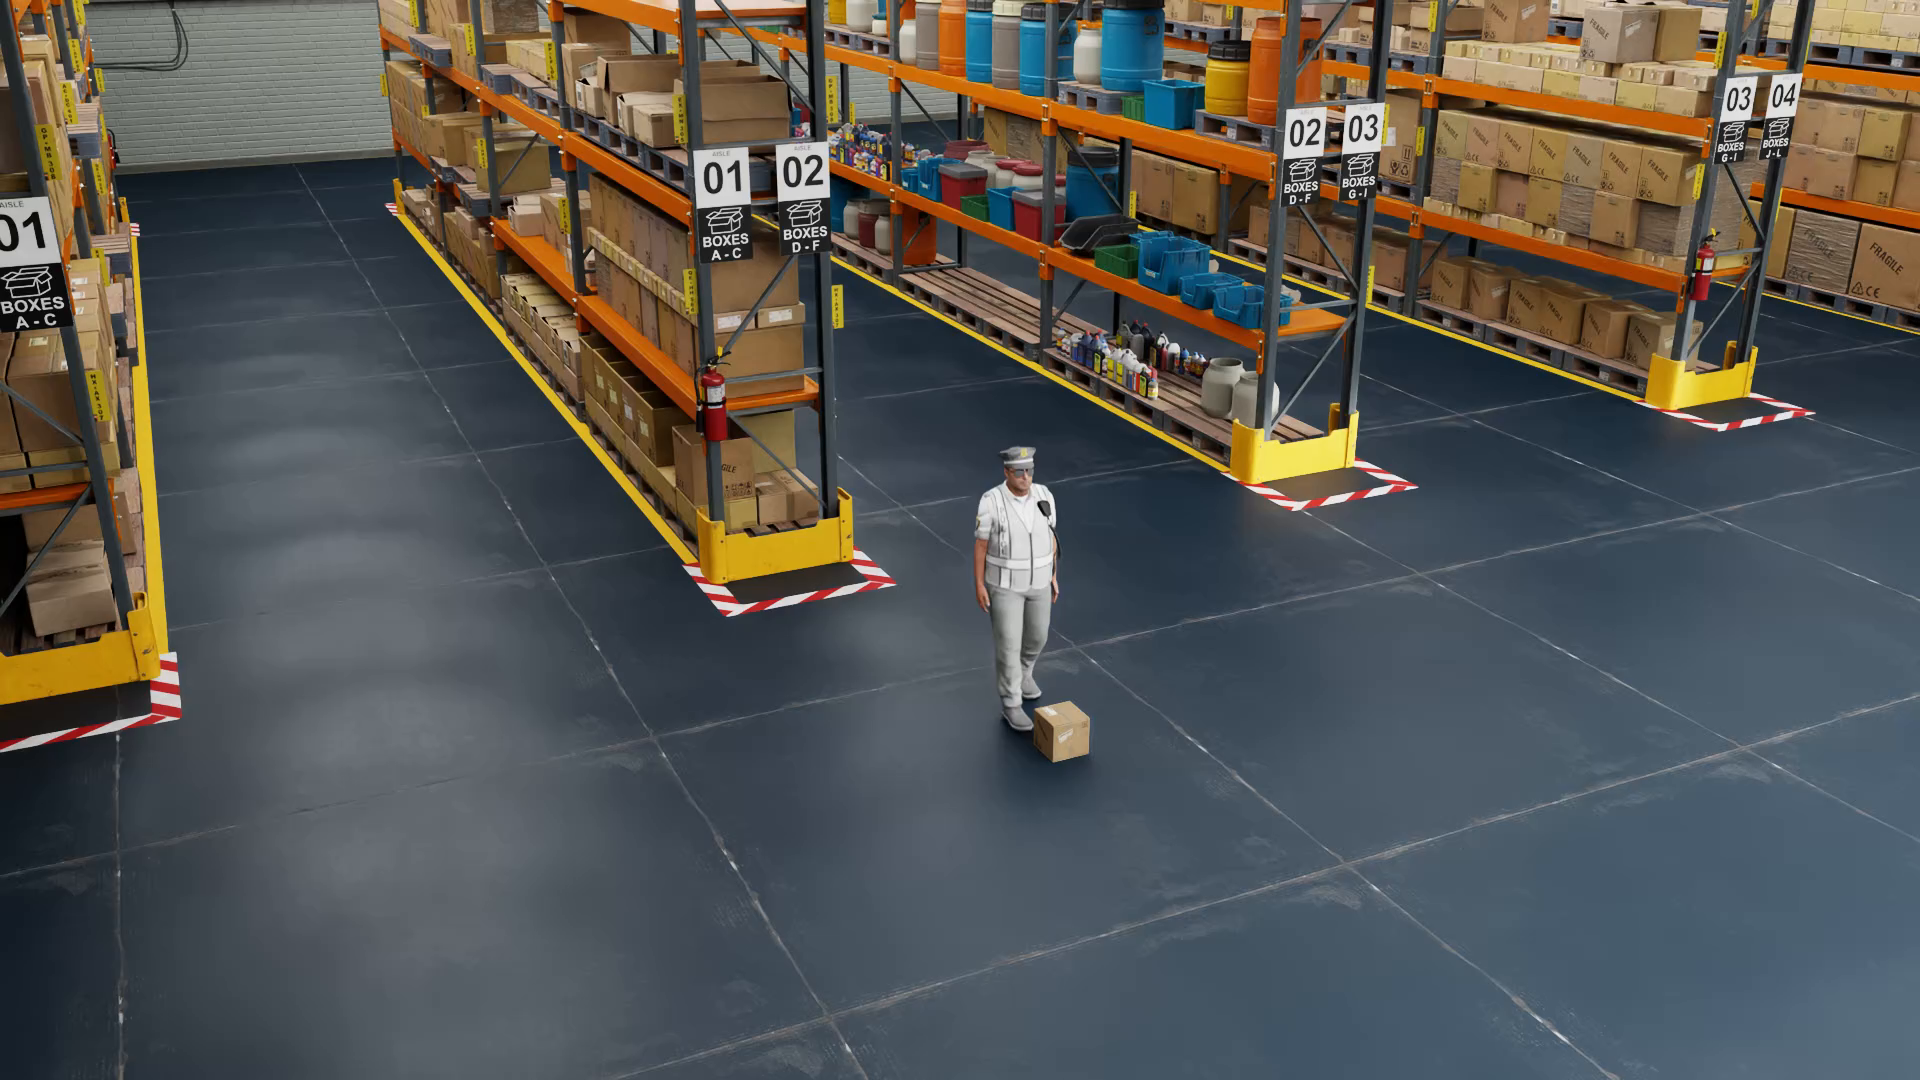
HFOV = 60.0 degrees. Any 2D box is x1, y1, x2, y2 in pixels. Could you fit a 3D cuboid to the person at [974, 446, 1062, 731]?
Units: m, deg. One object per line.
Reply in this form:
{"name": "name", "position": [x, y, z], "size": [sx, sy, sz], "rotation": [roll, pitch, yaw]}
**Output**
{"name": "person", "position": [0.379, 0.259, 10.330], "size": [0.556, 1.764, 0.711], "rotation": [-9, 24, -22]}
